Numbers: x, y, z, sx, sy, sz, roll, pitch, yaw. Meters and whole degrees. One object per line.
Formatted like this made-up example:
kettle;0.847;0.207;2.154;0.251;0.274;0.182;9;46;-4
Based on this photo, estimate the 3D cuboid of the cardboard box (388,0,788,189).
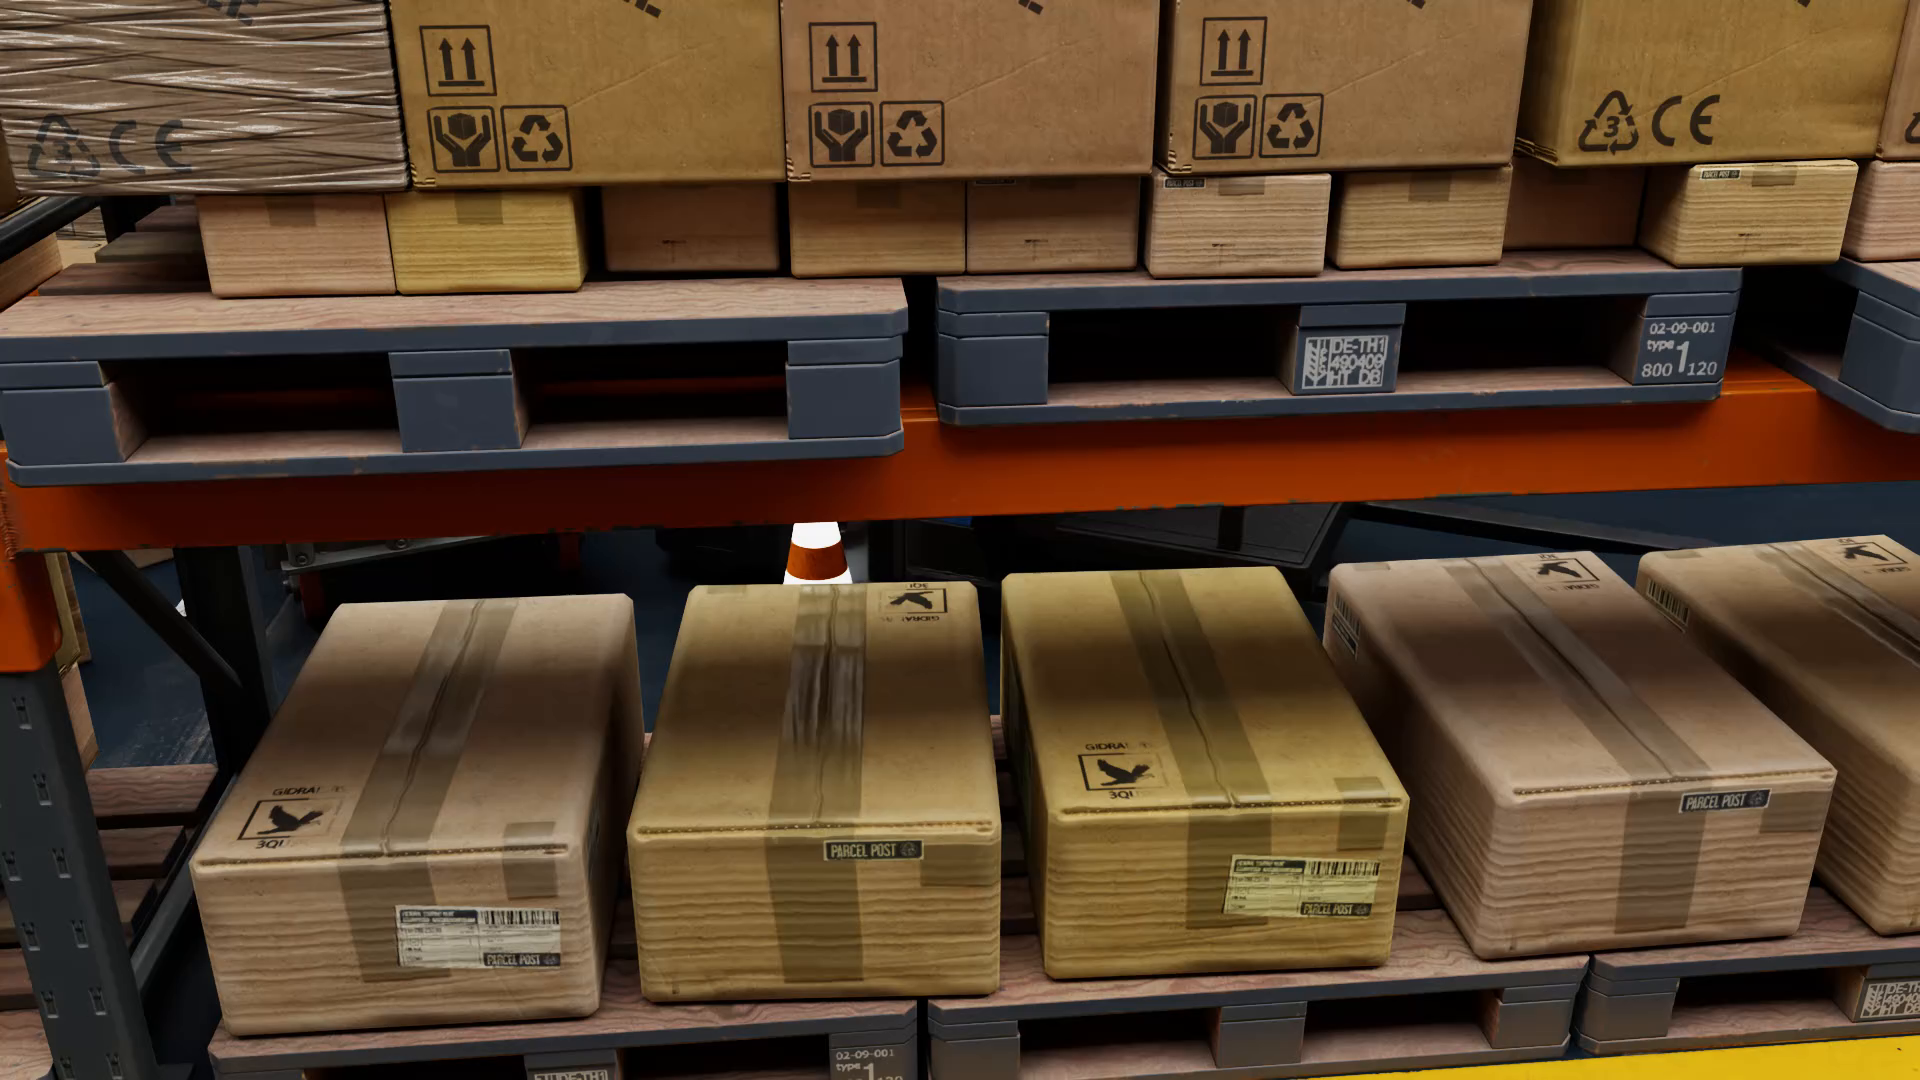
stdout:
cardboard box;-0.503;-0.804;2.359;0.500;0.500;0.500;-2;24;-5

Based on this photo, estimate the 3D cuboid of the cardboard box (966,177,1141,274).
cardboard box;0.115;-0.530;2.541;0.250;0.149;0.380;-2;24;-5

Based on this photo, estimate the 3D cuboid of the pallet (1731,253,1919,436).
pallet;1.786;-0.508;2.935;1.003;0.211;1.213;-2;24;-5

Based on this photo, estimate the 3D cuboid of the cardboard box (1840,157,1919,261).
cardboard box;1.424;-0.561;2.611;0.250;0.149;0.380;-3;24;-8

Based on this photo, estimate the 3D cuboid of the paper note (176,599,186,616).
paper note;-2.191;0.181;4.805;0.142;0.019;0.148;-2;24;-5

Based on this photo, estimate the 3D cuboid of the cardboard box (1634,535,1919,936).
cardboard box;1.921;0.361;3.464;0.625;0.372;0.950;-4;24;-9

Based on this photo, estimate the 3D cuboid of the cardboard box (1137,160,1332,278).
cardboard box;0.385;-0.519;2.518;0.250;0.149;0.380;-1;24;-3

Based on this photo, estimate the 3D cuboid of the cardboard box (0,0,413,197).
cardboard box;-1.001;-0.783;2.313;0.500;0.500;0.500;-2;24;-4

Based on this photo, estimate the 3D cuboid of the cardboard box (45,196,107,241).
cardboard box;-3.612;-1.690;7.459;0.875;0.875;0.875;-2;24;-5

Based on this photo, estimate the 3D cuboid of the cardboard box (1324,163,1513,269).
cardboard box;0.647;-0.542;2.568;0.250;0.149;0.380;-3;24;-7

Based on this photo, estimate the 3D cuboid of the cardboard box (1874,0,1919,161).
cardboard box;1.546;-0.885;2.541;0.500;0.500;0.500;-3;24;-6

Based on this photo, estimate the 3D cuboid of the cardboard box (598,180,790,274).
cardboard box;-0.391;-0.527;2.535;0.250;0.149;0.380;-1;24;-2

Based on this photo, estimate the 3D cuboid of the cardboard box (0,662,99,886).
cardboard box;-2.110;0.472;3.363;0.500;0.250;0.500;-3;24;-8

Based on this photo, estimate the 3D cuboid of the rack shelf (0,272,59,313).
rack shelf;-3.486;-0.099;2.664;4.000;0.370;1.077;-2;24;-5

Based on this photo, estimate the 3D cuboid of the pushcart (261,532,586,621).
pushcart;-1.770;-0.228;5.299;0.936;0.377;1.648;-11;26;-23

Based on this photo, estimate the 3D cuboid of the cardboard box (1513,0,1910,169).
cardboard box;1.044;-0.864;2.495;0.500;0.500;0.500;-4;24;-9

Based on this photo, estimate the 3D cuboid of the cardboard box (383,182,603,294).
cardboard box;-0.665;-0.485;2.440;0.250;0.149;0.380;-2;24;-4

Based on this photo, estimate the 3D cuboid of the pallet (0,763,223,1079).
pallet;-2.161;0.808;3.172;1.213;0.211;1.003;-2;24;-5

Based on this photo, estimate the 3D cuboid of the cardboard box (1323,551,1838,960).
cardboard box;1.188;0.393;3.390;0.625;0.372;0.950;-3;24;-6

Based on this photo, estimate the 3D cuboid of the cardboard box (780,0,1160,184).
cardboard box;-0.009;-0.818;2.391;0.500;0.500;0.500;-2;24;-5

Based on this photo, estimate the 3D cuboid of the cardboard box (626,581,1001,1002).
cardboard box;-0.259;0.450;3.263;0.625;0.372;0.950;-1;24;-2

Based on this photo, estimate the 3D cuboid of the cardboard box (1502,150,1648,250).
cardboard box;0.889;-0.585;2.665;0.250;0.149;0.380;-2;24;-5

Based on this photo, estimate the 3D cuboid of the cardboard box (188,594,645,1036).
cardboard box;-0.974;0.480;3.196;0.625;0.372;0.950;-2;24;-4

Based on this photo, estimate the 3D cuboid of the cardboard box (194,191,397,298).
cardboard box;-0.915;-0.479;2.426;0.250;0.149;0.380;-2;24;-4

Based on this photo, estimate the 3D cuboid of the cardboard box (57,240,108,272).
cardboard box;-3.527;-0.886;6.625;0.500;0.500;0.500;2;24;4

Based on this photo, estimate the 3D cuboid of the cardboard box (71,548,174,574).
cardboard box;-2.518;-0.093;5.132;0.258;0.266;0.396;22;32;40

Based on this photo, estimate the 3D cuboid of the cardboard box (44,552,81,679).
cardboard box;-2.110;0.129;3.211;0.500;0.500;0.500;-1;24;-3

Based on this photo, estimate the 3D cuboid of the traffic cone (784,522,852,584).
traffic cone;-0.400;0.037;4.598;0.334;0.463;0.336;-2;24;-5

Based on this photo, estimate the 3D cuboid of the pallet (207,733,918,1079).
pallet;-0.721;0.735;3.335;1.213;0.211;1.003;-2;24;-5

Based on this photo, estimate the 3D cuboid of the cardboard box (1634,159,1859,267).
cardboard box;1.152;-0.544;2.573;0.250;0.149;0.380;-2;24;-4

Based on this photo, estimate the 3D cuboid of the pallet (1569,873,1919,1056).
pallet;1.707;0.638;3.555;1.213;0.211;1.003;-2;24;-5

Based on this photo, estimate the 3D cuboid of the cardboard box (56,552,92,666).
cardboard box;-2.696;0.127;4.346;0.500;0.500;0.500;16;28;31

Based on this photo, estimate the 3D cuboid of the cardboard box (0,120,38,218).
cardboard box;-1.961;-0.784;2.831;0.500;0.500;0.500;-2;24;-5

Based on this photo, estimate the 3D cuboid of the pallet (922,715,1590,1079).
pallet;0.496;0.685;3.448;1.213;0.211;1.003;-2;24;-5

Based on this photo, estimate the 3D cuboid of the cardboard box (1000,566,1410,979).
cardboard box;0.433;0.421;3.327;0.625;0.372;0.950;-2;24;-3

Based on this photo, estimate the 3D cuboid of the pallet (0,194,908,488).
pallet;-0.721;-0.391;2.673;1.213;0.211;1.003;-2;24;-5

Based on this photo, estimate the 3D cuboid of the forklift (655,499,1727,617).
forklift;0.642;-1.215;4.375;3.031;2.935;1.130;9;26;20

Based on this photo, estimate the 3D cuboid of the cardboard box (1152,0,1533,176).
cardboard box;0.501;-0.843;2.446;0.500;0.500;0.500;-3;24;-7

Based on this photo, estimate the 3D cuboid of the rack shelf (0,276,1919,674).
rack shelf;0.494;-0.258;3.023;4.000;0.370;1.077;-2;24;-5

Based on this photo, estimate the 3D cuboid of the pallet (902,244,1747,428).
pallet;0.519;-0.484;2.881;1.213;0.211;1.003;-2;24;-5

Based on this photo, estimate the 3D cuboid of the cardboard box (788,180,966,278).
cardboard box;-0.131;-0.521;2.520;0.250;0.149;0.380;-2;24;-4

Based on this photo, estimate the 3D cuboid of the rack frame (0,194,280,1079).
rack frame;-1.496;-0.507;2.698;0.127;3.000;1.000;-2;24;-5

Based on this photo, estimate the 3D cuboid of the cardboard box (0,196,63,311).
cardboard box;-1.841;-0.509;3.012;0.250;0.149;0.380;-2;24;-5
